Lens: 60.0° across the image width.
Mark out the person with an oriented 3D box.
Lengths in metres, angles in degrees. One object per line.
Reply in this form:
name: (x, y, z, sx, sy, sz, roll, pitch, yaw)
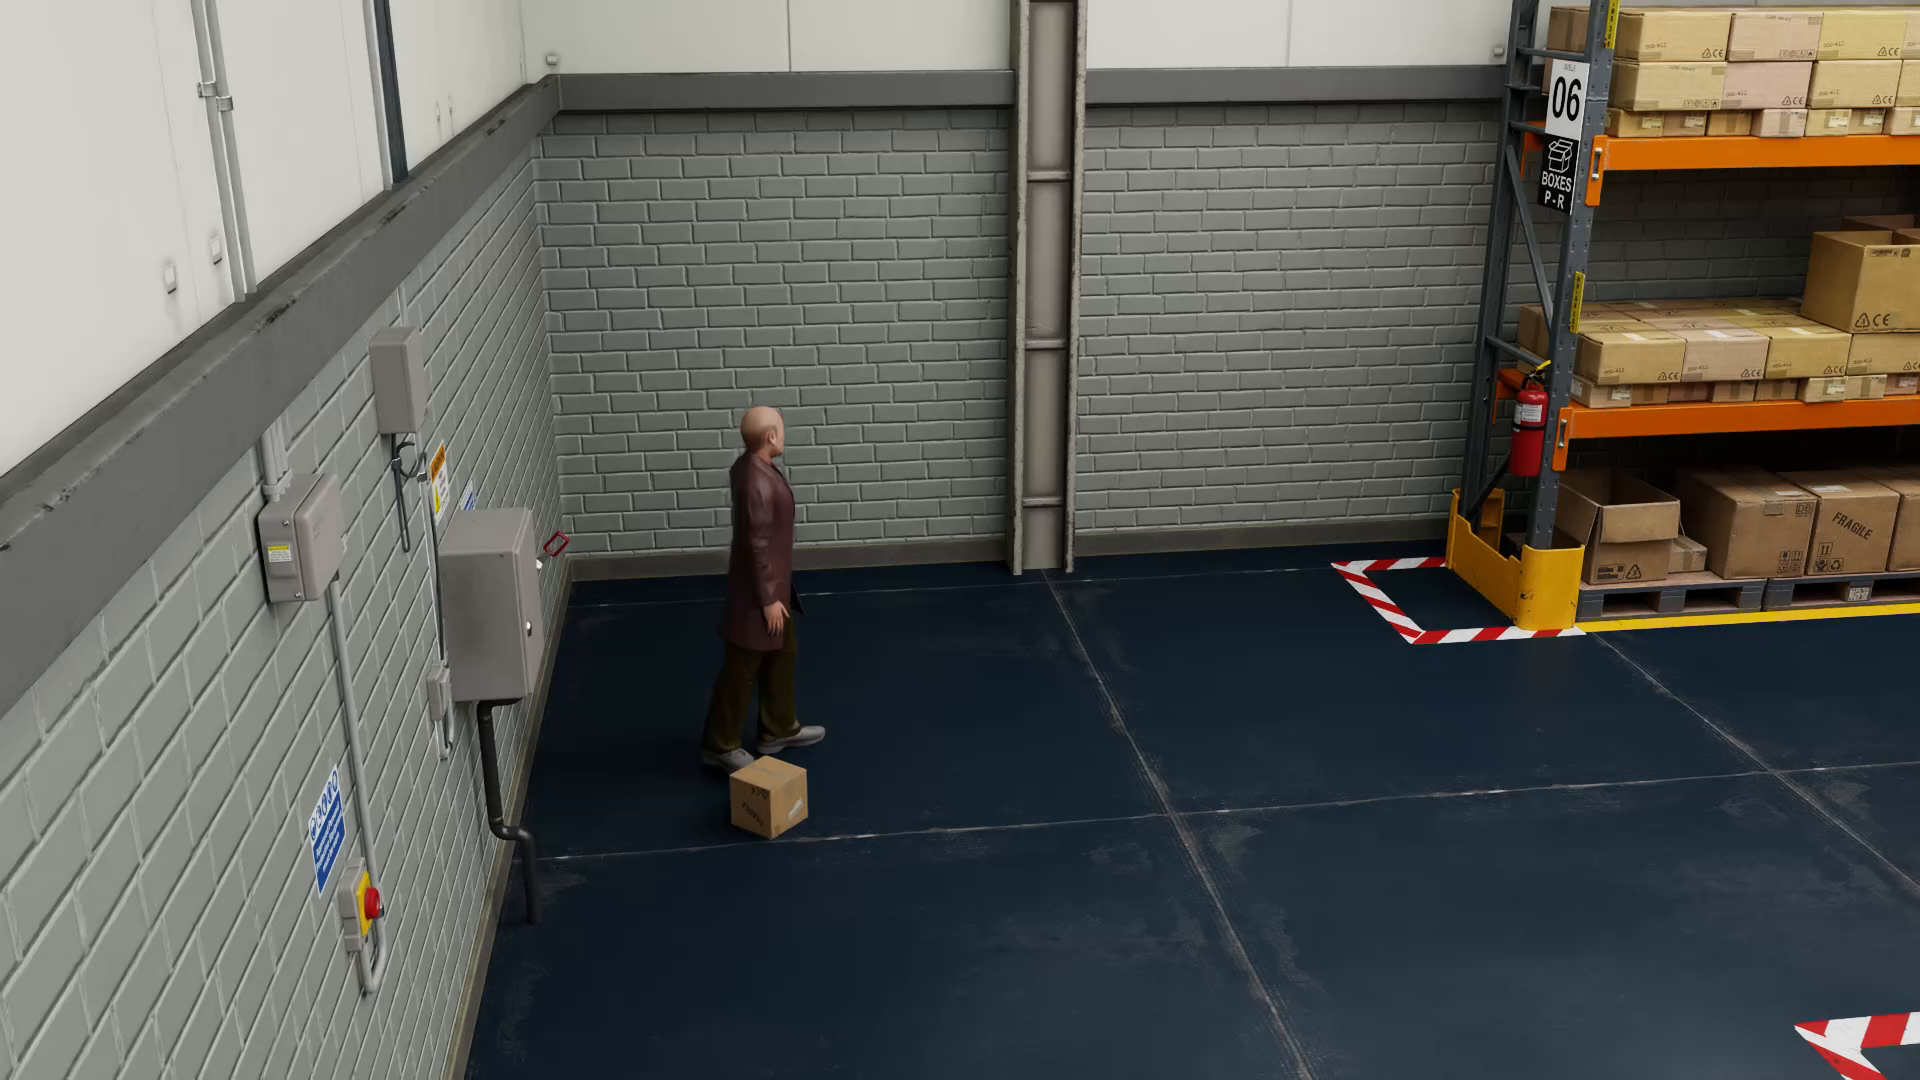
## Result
person: (-0.968, 0.237, 7.931, 0.620, 1.779, 0.599, -3, 20, -7)
